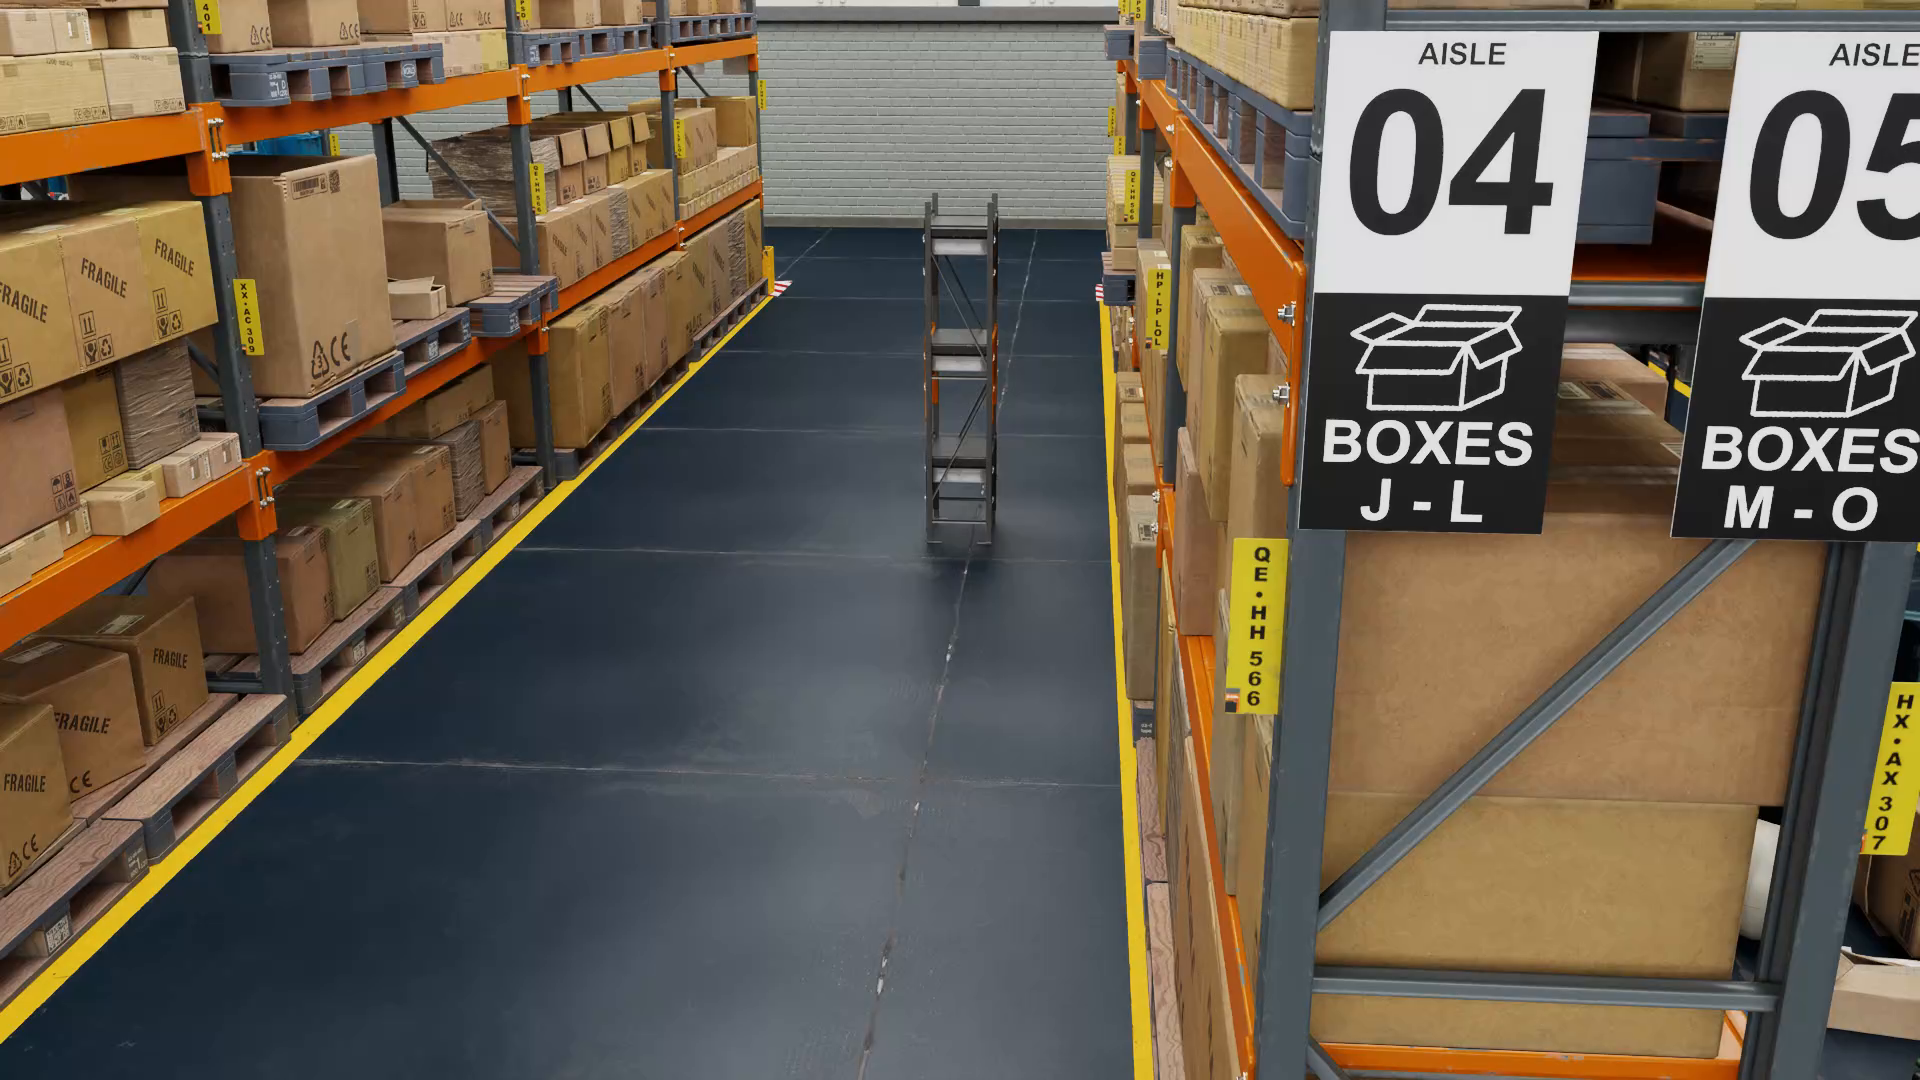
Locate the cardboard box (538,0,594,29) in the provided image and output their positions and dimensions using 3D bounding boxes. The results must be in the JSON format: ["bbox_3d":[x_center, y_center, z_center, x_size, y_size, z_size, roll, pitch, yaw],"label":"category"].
[{"bbox_3d":[-3.182,-4.103,12.471,0.797,0.503,0.637,1,18,3],"label":"cardboard box"}]

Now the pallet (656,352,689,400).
[{"bbox_3d":[-3.000,-1.470,14.571,1.003,0.211,1.213,1,18,4],"label":"pallet"}]

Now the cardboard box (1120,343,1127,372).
[{"bbox_3d":[1.482,-1.200,12.608,0.500,0.500,0.500,0,18,1],"label":"cardboard box"}]

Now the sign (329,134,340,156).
[{"bbox_3d":[-7.124,-4.460,18.955,0.100,0.325,0.005,1,18,4],"label":"sign"}]

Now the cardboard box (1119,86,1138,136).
[{"bbox_3d":[1.716,-3.871,15.177,0.500,0.500,0.500,1,18,2],"label":"cardboard box"}]

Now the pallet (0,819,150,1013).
[{"bbox_3d":[-3.691,1.362,5.927,1.003,0.211,1.213,1,18,4],"label":"pallet"}]

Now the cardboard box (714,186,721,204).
[{"bbox_3d":[-2.575,-3.404,16.399,0.380,0.149,0.250,1,18,5],"label":"cardboard box"}]

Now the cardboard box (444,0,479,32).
[{"bbox_3d":[-3.117,-3.192,9.566,0.500,0.500,0.500,1,18,4],"label":"cardboard box"}]

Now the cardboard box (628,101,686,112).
[{"bbox_3d":[-3.104,-4.246,17.123,0.500,0.500,0.500,1,18,2],"label":"cardboard box"}]

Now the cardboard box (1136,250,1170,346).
[{"bbox_3d":[1.298,-1.409,9.744,0.500,0.500,0.500,1,18,3],"label":"cardboard box"}]

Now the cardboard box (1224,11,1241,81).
[{"bbox_3d":[0.818,-1.148,3.860,0.380,0.149,0.250,1,18,3],"label":"cardboard box"}]

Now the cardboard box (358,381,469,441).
[{"bbox_3d":[-3.353,-0.798,10.146,0.500,0.250,0.500,3,18,10],"label":"cardboard box"}]

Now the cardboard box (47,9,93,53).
[{"bbox_3d":[-3.371,-1.828,5.967,0.380,0.149,0.250,0,18,1],"label":"cardboard box"}]

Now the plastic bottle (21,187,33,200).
[{"bbox_3d":[-8.312,-3.009,14.869,0.144,0.351,0.185,1,18,4],"label":"plastic bottle"}]

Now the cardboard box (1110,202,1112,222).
[{"bbox_3d":[1.305,-2.438,12.298,0.380,0.149,0.250,2,18,5],"label":"cardboard box"}]

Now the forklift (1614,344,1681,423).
[{"bbox_3d":[3.608,-1.323,9.753,1.130,2.935,3.031,1,18,2],"label":"forklift"}]

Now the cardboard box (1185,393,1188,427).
[{"bbox_3d":[1.332,-0.366,6.483,0.875,0.550,0.550,1,18,4],"label":"cardboard box"}]

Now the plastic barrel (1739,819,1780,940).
[{"bbox_3d":[2.795,1.201,6.079,0.512,0.421,0.421,17,25,41],"label":"plastic barrel"}]

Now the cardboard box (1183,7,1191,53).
[{"bbox_3d":[0.945,-1.700,5.544,0.380,0.149,0.250,1,18,4],"label":"cardboard box"}]

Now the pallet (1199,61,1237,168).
[{"bbox_3d":[1.187,-1.162,4.476,1.003,0.211,1.213,1,18,4],"label":"pallet"}]

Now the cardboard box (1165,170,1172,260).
[{"bbox_3d":[1.556,-1.879,9.573,0.700,0.500,0.500,1,18,3],"label":"cardboard box"}]

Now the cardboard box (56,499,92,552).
[{"bbox_3d":[-3.477,-0.051,6.164,0.380,0.149,0.250,1,18,4],"label":"cardboard box"}]

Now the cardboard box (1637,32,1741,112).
[{"bbox_3d":[1.404,-0.820,2.860,0.380,0.149,0.250,1,18,4],"label":"cardboard box"}]

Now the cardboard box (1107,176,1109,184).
[{"bbox_3d":[1.433,-3.004,14.025,0.380,0.149,0.250,2,18,5],"label":"cardboard box"}]

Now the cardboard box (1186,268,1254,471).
[{"bbox_3d":[1.186,-0.543,5.287,0.875,0.550,0.550,1,18,4],"label":"cardboard box"}]

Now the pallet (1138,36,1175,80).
[{"bbox_3d":[1.640,-2.787,9.597,1.213,0.211,1.003,2,18,6],"label":"pallet"}]

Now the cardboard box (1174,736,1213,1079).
[{"bbox_3d":[1.103,1.157,4.813,0.875,0.875,0.875,1,18,3],"label":"cardboard box"}]

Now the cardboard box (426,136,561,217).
[{"bbox_3d":[-3.238,-2.545,11.602,0.797,0.503,0.637,2,18,6],"label":"cardboard box"}]

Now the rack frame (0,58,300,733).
[{"bbox_3d":[-3.593,-0.552,7.291,1.000,3.000,0.127,1,18,4],"label":"rack frame"}]

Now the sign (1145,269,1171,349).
[{"bbox_3d":[0.805,-0.932,6.717,0.100,0.325,0.005,1,18,4],"label":"sign"}]

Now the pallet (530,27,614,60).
[{"bbox_3d":[-3.236,-3.679,12.319,1.003,0.211,1.213,2,18,6],"label":"pallet"}]

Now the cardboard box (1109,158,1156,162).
[{"bbox_3d":[1.419,-3.059,13.714,0.380,0.149,0.250,2,18,5],"label":"cardboard box"}]

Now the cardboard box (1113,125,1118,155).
[{"bbox_3d":[1.899,-4.193,17.763,0.500,0.500,0.500,2,18,7],"label":"cardboard box"}]

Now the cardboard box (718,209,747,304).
[{"bbox_3d":[-2.765,-2.986,17.456,0.875,0.875,0.875,1,18,4],"label":"cardboard box"}]

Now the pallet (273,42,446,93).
[{"bbox_3d":[-3.372,-2.400,8.414,1.213,0.211,1.003,1,18,4],"label":"pallet"}]

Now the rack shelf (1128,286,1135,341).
[{"bbox_3d":[1.777,-1.932,12.656,1.077,0.370,4.000,1,18,4],"label":"rack shelf"}]

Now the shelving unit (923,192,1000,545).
[{"bbox_3d":[0.012,-1.049,10.253,0.431,2.100,0.503,1,18,4],"label":"shelving unit"}]

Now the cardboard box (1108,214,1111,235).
[{"bbox_3d":[1.324,-2.379,12.595,0.380,0.149,0.250,0,18,1],"label":"cardboard box"}]

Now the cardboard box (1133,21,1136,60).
[{"bbox_3d":[1.484,-3.619,11.673,0.500,0.500,0.500,1,18,4],"label":"cardboard box"}]

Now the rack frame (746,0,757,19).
[{"bbox_3d":[-2.733,-7.130,17.731,1.000,3.000,0.127,1,18,4],"label":"rack frame"}]

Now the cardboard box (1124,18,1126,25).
[{"bbox_3d":[1.733,-4.562,14.952,0.500,0.250,0.500,1,18,4],"label":"cardboard box"}]

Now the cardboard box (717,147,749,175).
[{"bbox_3d":[-2.540,-4.035,17.684,0.500,0.250,0.500,1,18,3],"label":"cardboard box"}]

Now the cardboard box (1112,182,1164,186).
[{"bbox_3d":[1.289,-2.495,11.993,0.380,0.149,0.250,1,18,4],"label":"cardboard box"}]

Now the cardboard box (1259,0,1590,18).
[{"bbox_3d":[0.816,-1.069,2.978,0.500,0.250,0.500,2,18,5],"label":"cardboard box"}]

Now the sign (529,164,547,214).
[{"bbox_3d":[-2.765,-2.298,10.886,0.100,0.325,0.005,1,18,4],"label":"sign"}]

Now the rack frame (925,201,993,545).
[{"bbox_3d":[-0.006,-0.973,10.022,0.400,2.100,0.015,1,18,4],"label":"rack frame"}]

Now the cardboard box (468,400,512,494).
[{"bbox_3d":[-3.335,-0.607,10.767,0.700,0.500,0.500,0,18,1],"label":"cardboard box"}]

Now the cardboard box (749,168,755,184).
[{"bbox_3d":[-2.447,-3.961,18.098,0.380,0.149,0.250,1,18,4],"label":"cardboard box"}]

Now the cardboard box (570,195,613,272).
[{"bbox_3d":[-2.933,-2.306,12.484,0.500,0.500,0.500,1,18,3],"label":"cardboard box"}]

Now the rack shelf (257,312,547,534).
[{"bbox_3d":[-3.450,-0.831,9.299,1.077,0.370,4.000,1,18,4],"label":"rack shelf"}]
